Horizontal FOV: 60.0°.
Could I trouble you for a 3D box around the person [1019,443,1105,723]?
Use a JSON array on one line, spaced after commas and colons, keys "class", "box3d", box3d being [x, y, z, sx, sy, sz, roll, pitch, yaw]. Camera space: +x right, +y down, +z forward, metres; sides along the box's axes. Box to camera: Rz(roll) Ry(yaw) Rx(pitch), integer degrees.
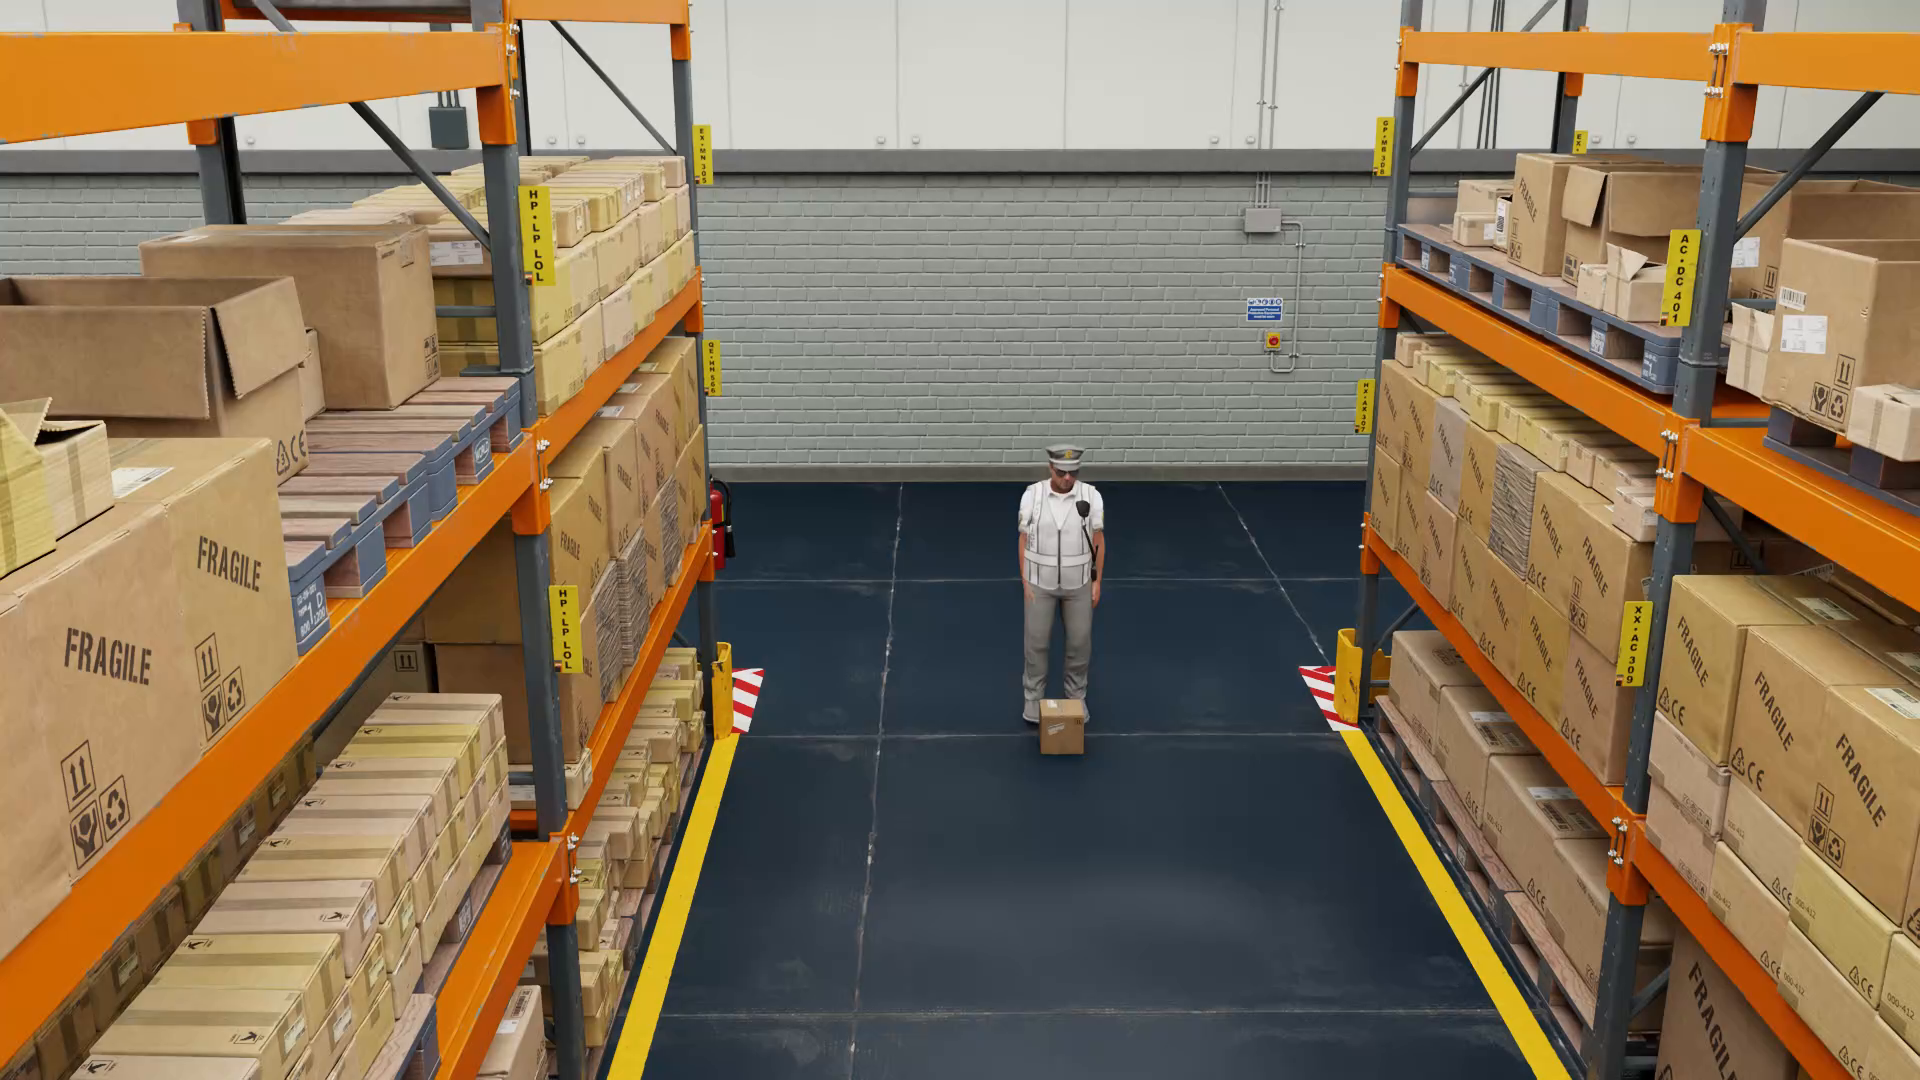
[{"class": "person", "box3d": [0.622, 0.264, 10.198, 0.529, 1.747, 0.393, 0, 17, 0]}]
